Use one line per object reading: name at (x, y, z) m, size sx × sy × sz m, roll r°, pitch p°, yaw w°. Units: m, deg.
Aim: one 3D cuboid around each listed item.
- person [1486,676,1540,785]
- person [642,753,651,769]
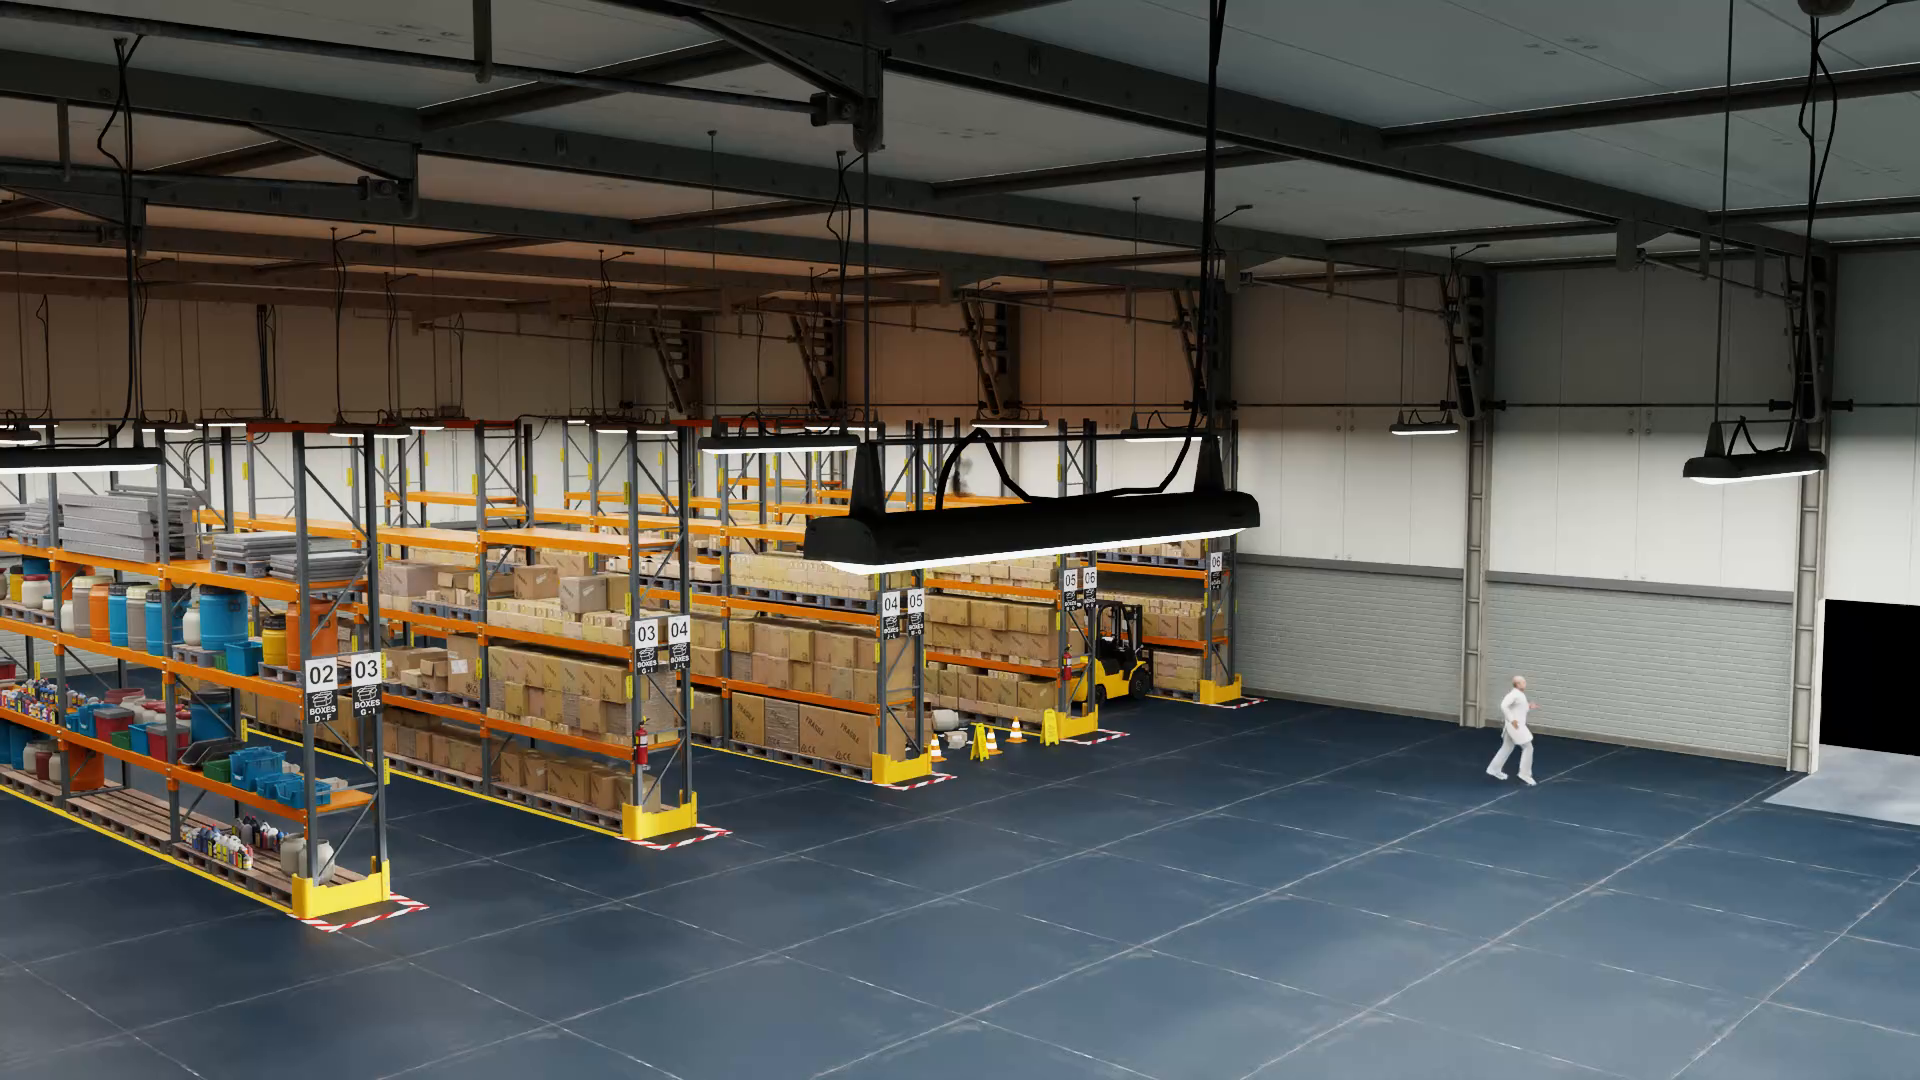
person at (9.252, 3.183, 27.814) m, size 0.864 × 1.854 × 0.668 m, roll 1°, pitch 5°, yaw 7°
person at (-5.359, 3.196, 28.750) m, size 0.582 × 1.564 × 0.541 m, roll 3°, pitch 6°, yaw 33°
